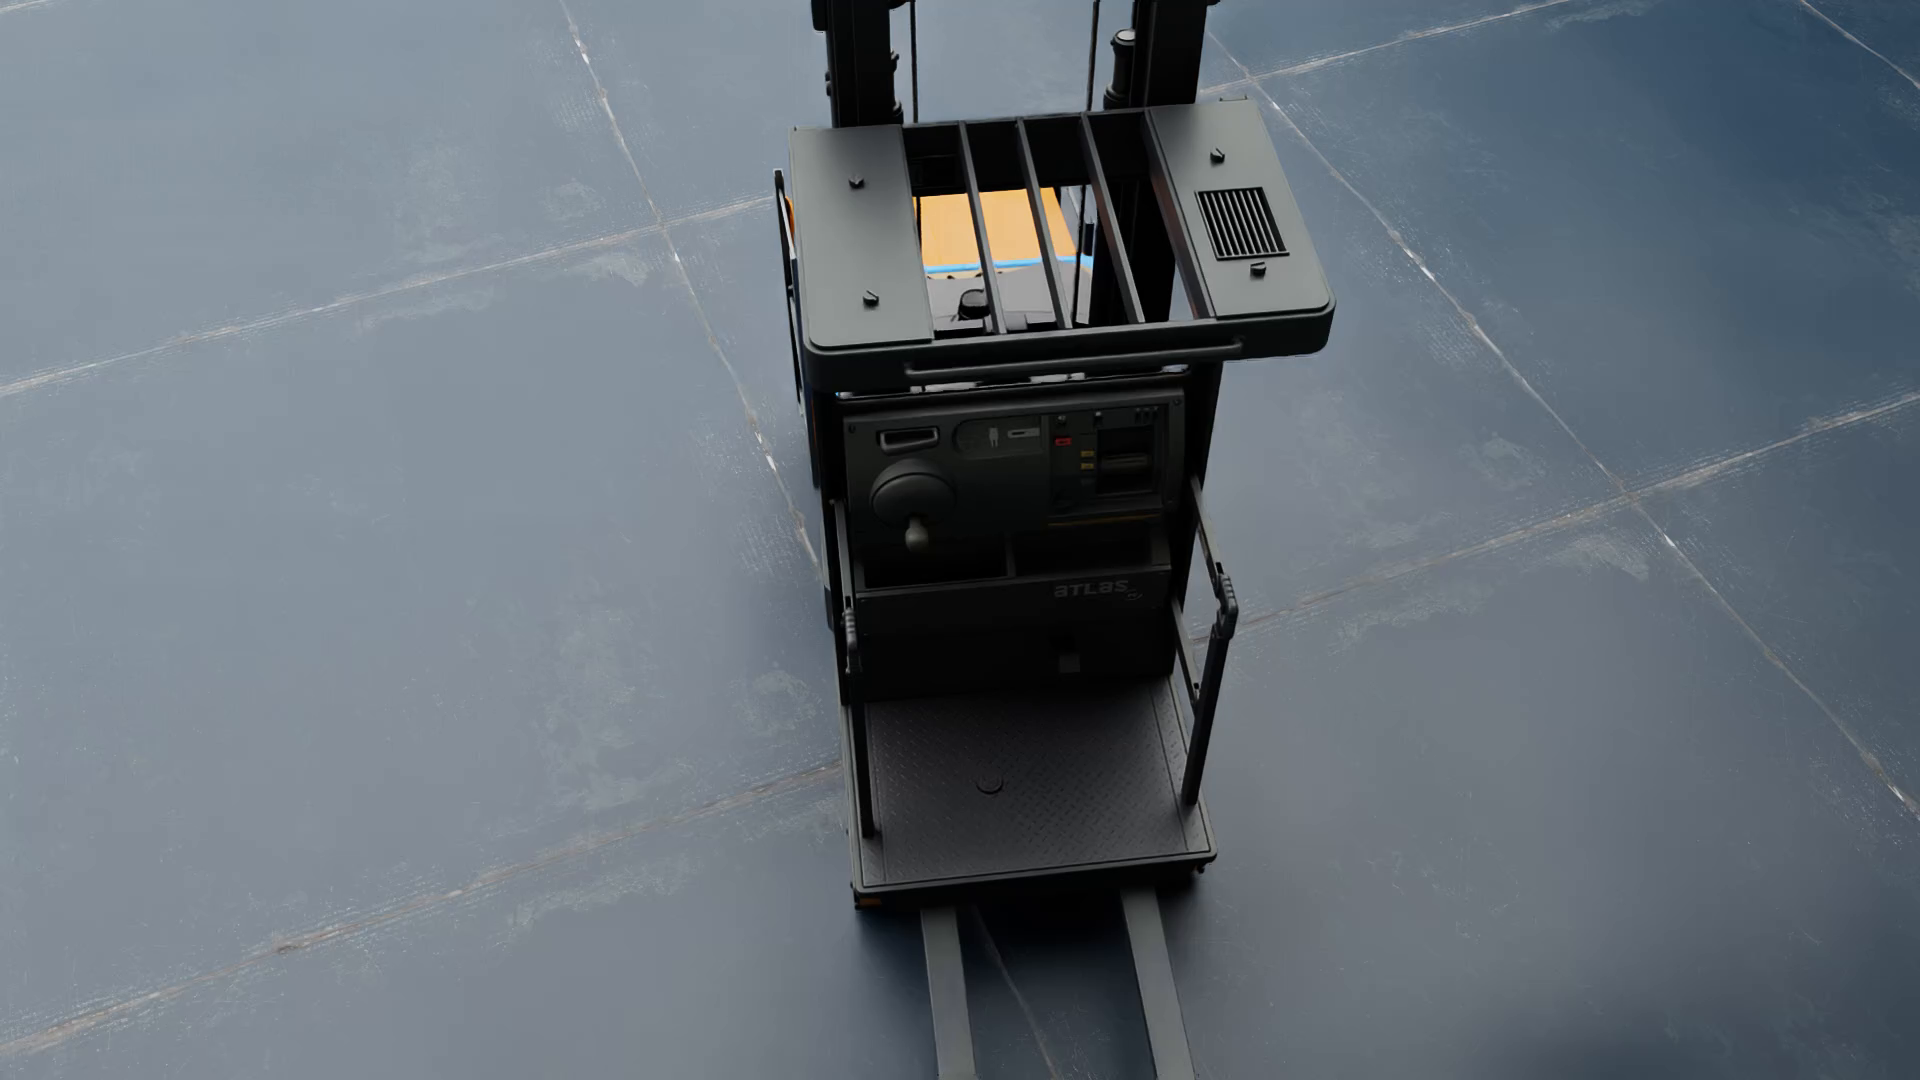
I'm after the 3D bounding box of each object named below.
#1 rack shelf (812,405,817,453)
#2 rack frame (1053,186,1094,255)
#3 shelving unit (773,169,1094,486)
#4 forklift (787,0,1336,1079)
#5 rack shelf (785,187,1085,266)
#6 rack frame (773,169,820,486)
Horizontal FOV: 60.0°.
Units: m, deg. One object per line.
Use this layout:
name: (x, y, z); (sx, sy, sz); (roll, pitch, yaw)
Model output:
rack shelf: (-0.101, -0.678, 6.413); (1.000, 0.278, 0.538); (-8, 50, -7)
rack frame: (0.398, -0.911, 6.291); (0.032, 1.125, 0.500); (-8, 50, -7)
shelving unit: (-0.101, -0.837, 6.228); (1.048, 1.125, 0.538); (-8, 50, -7)
forklift: (0.179, -0.089, 4.394); (1.130, 2.935, 3.031); (-5, 50, -4)
rack shelf: (-0.101, -1.028, 6.006); (1.000, 0.278, 0.538); (-8, 50, -7)
rack frame: (-0.600, -0.764, 6.164); (0.032, 1.125, 0.500); (-8, 50, -7)
